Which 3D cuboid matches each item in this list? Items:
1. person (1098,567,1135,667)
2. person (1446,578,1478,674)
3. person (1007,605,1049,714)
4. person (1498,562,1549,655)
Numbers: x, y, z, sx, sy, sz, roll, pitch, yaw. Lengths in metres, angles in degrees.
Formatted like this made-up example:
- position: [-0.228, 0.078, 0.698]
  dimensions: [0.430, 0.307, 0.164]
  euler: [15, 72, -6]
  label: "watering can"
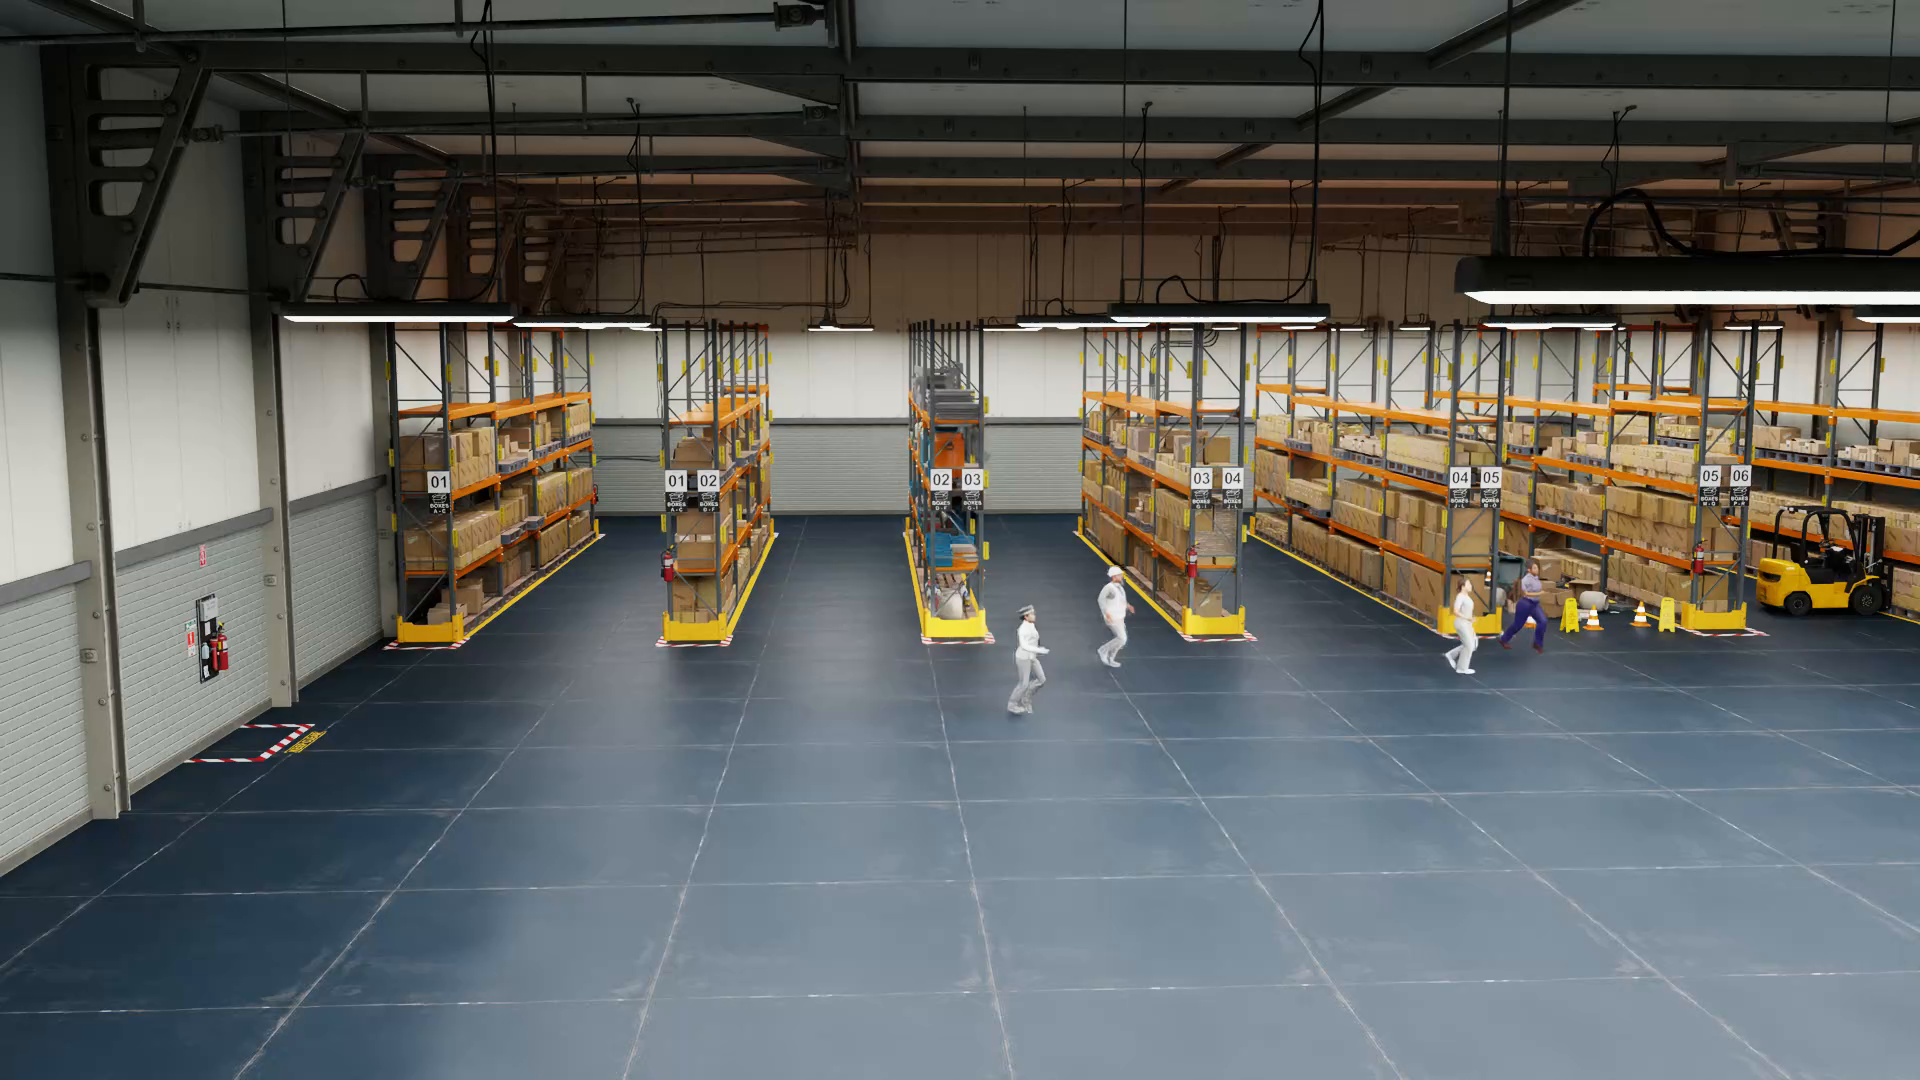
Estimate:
- position: [2.703, 1.324, 28.700]
  dimensions: [0.571, 1.740, 0.672]
  euler: [4, 8, 26]
  label: "person"
- position: [8.506, 1.446, 28.143]
  dimensions: [0.569, 1.628, 0.587]
  euler: [4, 8, 32]
  label: "person"
- position: [1.045, 1.810, 25.058]
  dimensions: [0.660, 1.708, 0.643]
  euler: [3, 8, 20]
  label: "person"
- position: [10.198, 1.230, 29.934]
  dimensions: [0.611, 1.701, 0.878]
  euler: [-7, 10, -43]
  label: "person"
